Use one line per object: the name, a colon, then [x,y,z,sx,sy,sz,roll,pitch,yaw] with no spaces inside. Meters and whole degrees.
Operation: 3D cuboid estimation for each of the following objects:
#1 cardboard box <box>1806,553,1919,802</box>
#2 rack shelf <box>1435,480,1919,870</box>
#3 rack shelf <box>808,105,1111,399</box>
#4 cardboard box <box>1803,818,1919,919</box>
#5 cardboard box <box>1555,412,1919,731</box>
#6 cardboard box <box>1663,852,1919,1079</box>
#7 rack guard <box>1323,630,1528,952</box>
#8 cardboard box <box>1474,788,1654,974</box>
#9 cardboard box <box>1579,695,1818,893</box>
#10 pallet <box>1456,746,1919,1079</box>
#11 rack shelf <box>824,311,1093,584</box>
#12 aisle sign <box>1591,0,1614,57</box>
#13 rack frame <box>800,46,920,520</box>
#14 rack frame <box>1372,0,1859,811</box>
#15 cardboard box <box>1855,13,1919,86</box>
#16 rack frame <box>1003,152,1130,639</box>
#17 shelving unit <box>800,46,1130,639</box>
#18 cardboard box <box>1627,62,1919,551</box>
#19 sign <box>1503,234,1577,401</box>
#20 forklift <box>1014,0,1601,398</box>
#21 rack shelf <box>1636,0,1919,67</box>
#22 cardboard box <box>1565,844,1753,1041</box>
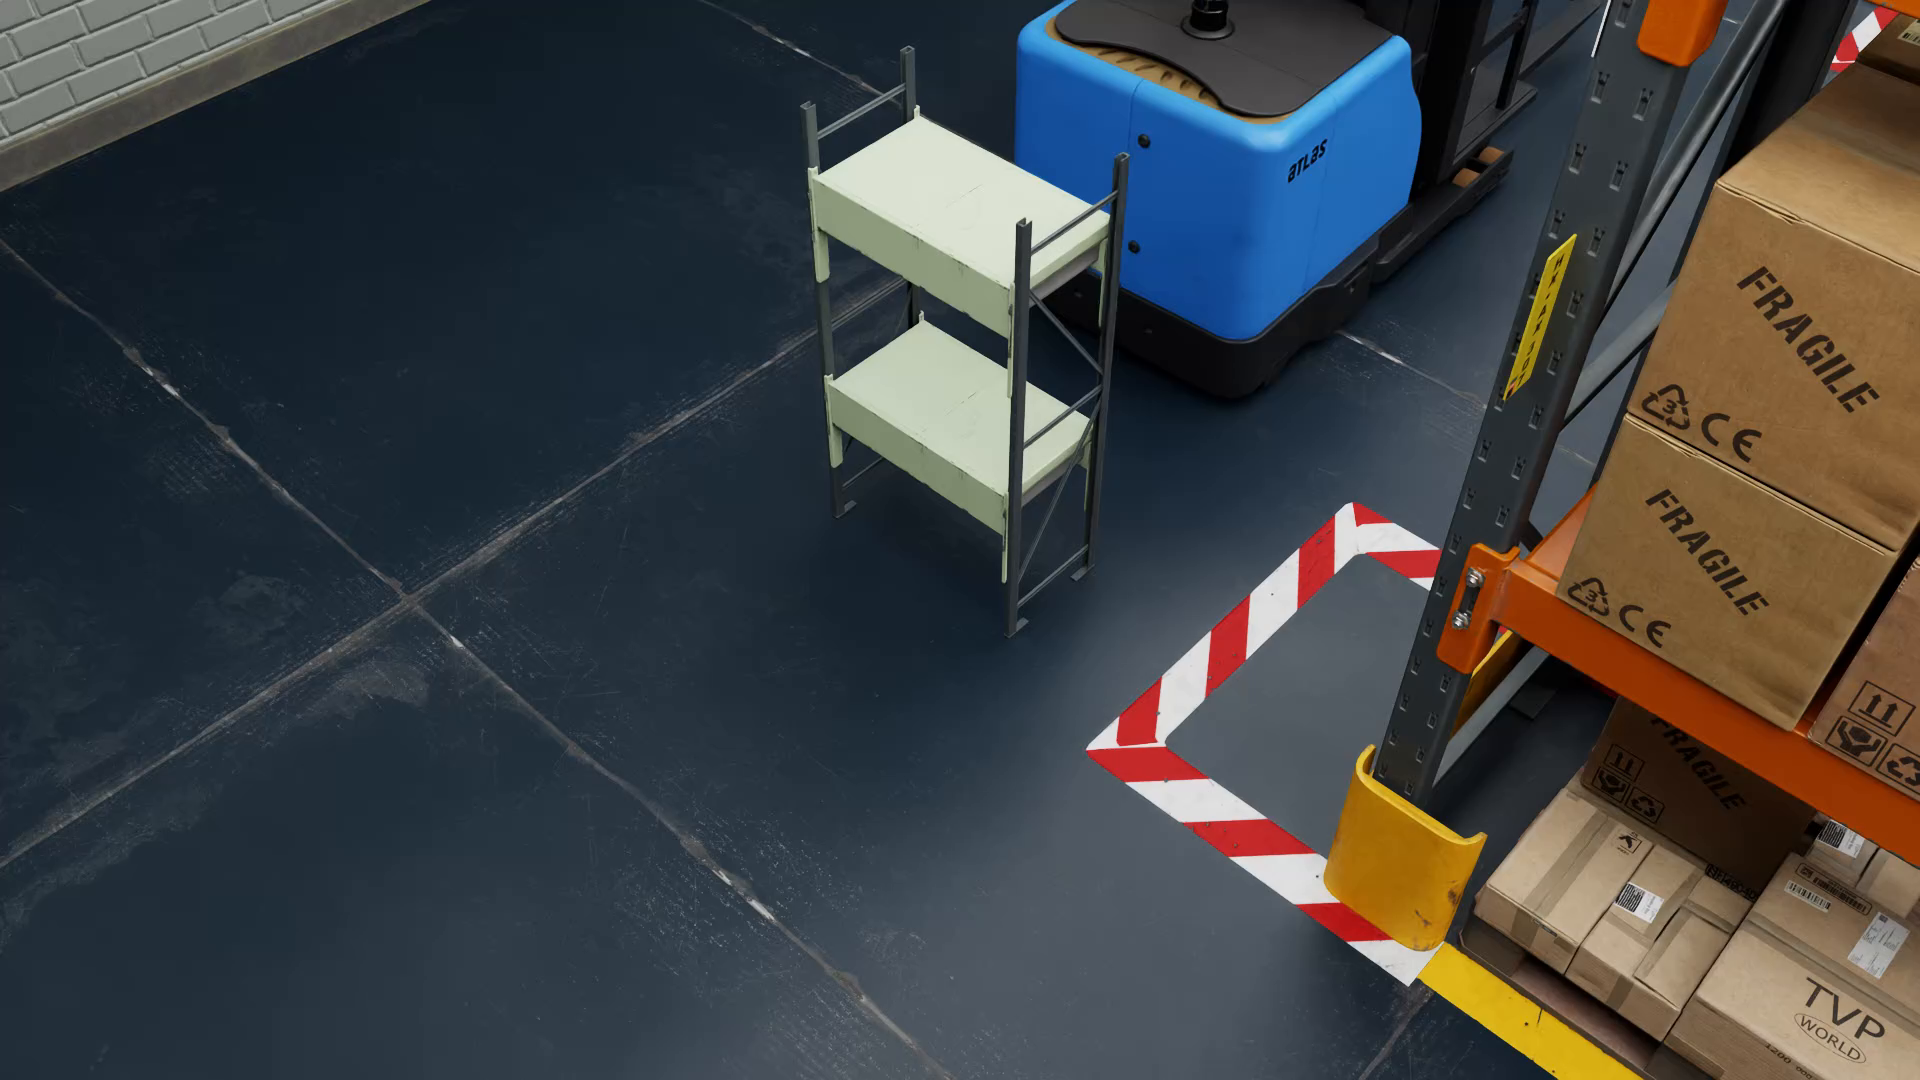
cardboard box: [1.932,0.191,2.945,0.500,0.500,0.500,33,55,27]
rack shelf: [2.872,0.847,2.890,4.000,0.370,1.077,34,55,28]
rack shelf: [0.005,-0.777,4.416,0.720,0.370,0.431,34,55,28]
cardboard box: [2.205,0.817,4.067,0.250,0.166,0.380,34,55,28]
cardboard box: [1.549,-0.061,3.181,0.500,0.500,0.500,35,56,28]
cardboard box: [1.977,1.071,3.771,0.500,0.250,0.500,34,55,28]
rack guard: [1.458,0.505,4.432,0.348,0.500,1.175,34,55,28]
cardboard box: [1.477,0.829,4.068,0.250,0.149,0.380,34,55,28]
cardboard box: [1.969,0.454,4.179,0.500,0.500,0.500,34,55,28]
pallet: [2.045,0.998,4.168,1.213,0.211,1.003,34,55,28]
rack shelf: [0.005,-0.287,4.938,0.720,0.370,0.431,34,55,28]
aisle sign: [1.153,-1.154,2.493,0.004,0.787,0.394,34,55,28]
rack frame: [-0.264,-0.691,4.870,0.023,1.500,0.400,34,55,28]
rack frame: [1.402,-0.388,3.556,0.127,3.000,1.000,34,55,28]
cardboard box: [1.916,-0.691,3.087,0.500,0.500,0.500,33,55,27]
rack frame: [0.274,-0.329,4.530,0.023,1.500,0.400,34,55,28]
shelving unit: [0.005,-0.510,4.700,0.755,1.500,0.431,34,55,28]
cardboard box: [1.549,-0.404,2.817,0.500,0.500,0.500,36,56,29]
sign: [1.034,-0.393,2.968,0.005,0.325,0.100,34,55,28]
forklift: [1.508,-2.486,5.574,1.130,2.935,3.031,32,55,26]
rack shelf: [2.872,-0.179,1.797,4.000,0.370,1.077,34,55,28]
cardboard box: [1.661,0.946,3.946,0.250,0.166,0.380,34,55,28]
